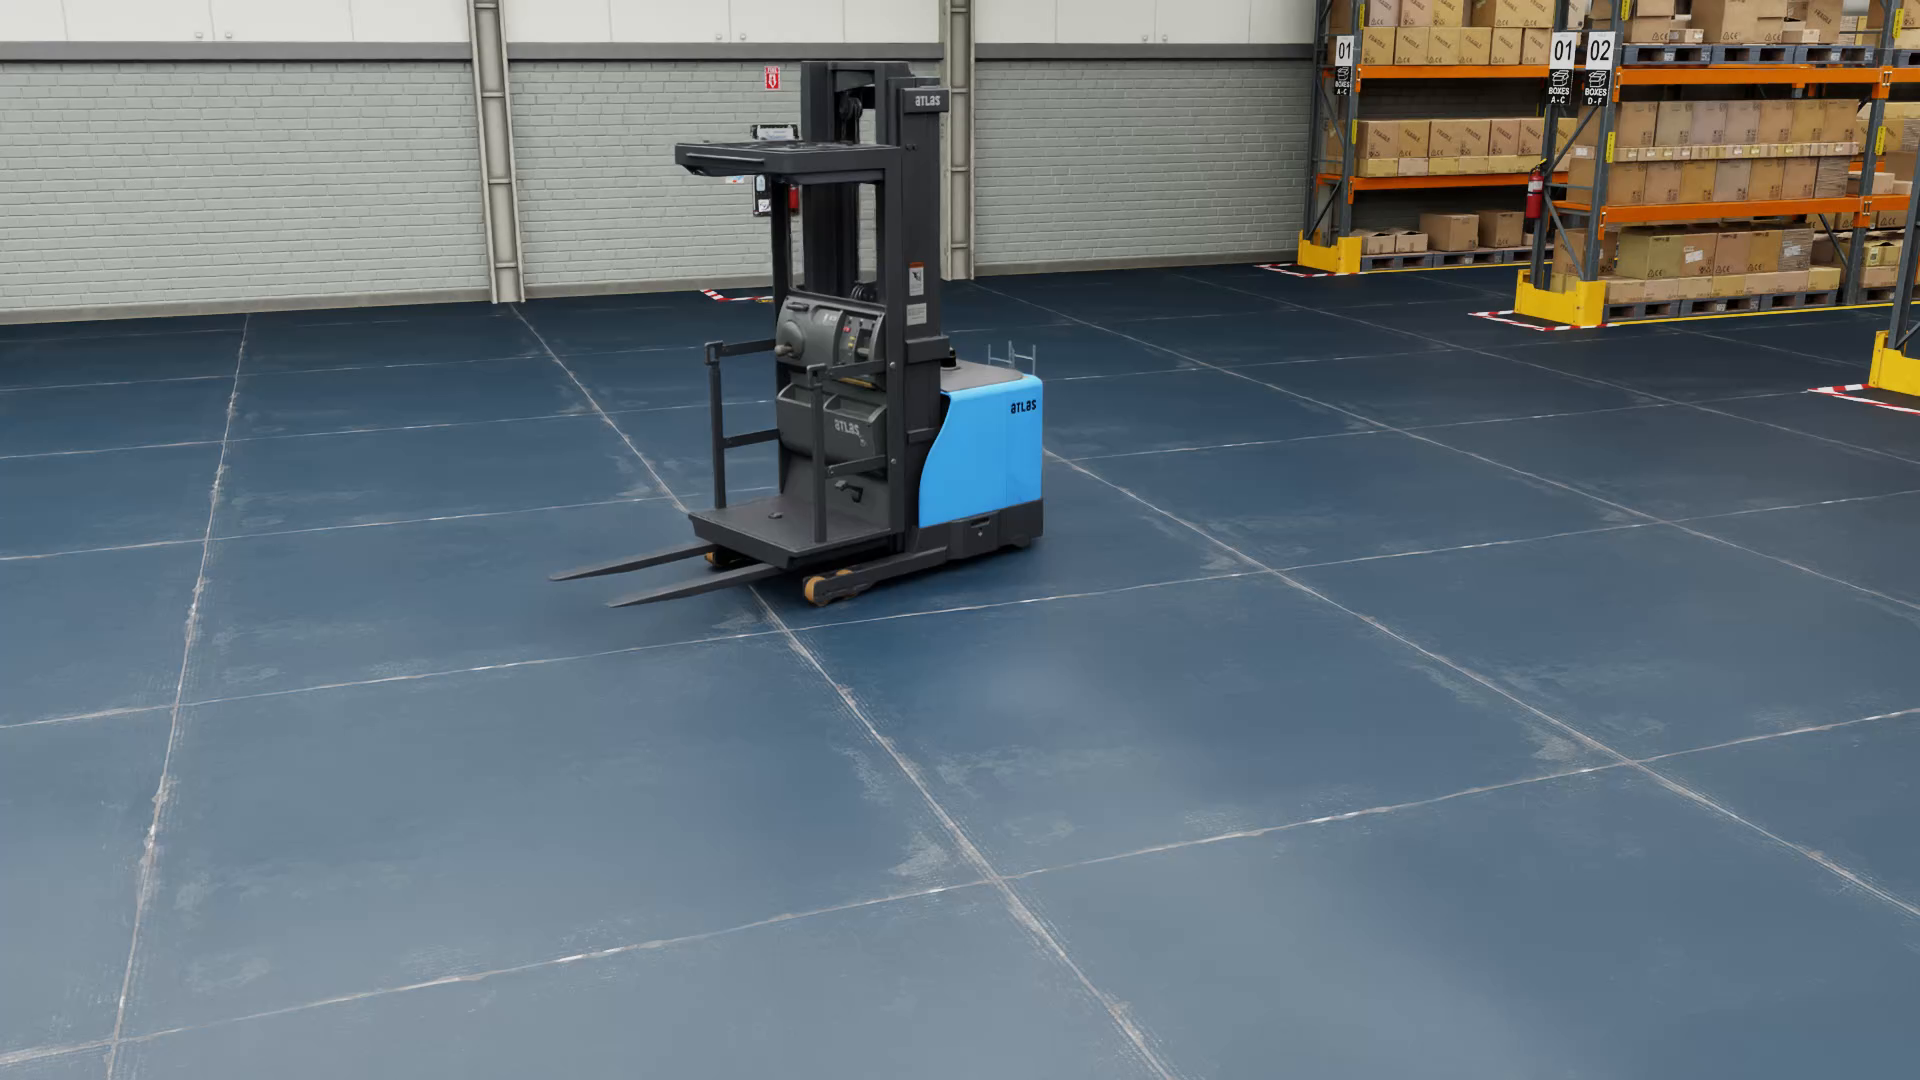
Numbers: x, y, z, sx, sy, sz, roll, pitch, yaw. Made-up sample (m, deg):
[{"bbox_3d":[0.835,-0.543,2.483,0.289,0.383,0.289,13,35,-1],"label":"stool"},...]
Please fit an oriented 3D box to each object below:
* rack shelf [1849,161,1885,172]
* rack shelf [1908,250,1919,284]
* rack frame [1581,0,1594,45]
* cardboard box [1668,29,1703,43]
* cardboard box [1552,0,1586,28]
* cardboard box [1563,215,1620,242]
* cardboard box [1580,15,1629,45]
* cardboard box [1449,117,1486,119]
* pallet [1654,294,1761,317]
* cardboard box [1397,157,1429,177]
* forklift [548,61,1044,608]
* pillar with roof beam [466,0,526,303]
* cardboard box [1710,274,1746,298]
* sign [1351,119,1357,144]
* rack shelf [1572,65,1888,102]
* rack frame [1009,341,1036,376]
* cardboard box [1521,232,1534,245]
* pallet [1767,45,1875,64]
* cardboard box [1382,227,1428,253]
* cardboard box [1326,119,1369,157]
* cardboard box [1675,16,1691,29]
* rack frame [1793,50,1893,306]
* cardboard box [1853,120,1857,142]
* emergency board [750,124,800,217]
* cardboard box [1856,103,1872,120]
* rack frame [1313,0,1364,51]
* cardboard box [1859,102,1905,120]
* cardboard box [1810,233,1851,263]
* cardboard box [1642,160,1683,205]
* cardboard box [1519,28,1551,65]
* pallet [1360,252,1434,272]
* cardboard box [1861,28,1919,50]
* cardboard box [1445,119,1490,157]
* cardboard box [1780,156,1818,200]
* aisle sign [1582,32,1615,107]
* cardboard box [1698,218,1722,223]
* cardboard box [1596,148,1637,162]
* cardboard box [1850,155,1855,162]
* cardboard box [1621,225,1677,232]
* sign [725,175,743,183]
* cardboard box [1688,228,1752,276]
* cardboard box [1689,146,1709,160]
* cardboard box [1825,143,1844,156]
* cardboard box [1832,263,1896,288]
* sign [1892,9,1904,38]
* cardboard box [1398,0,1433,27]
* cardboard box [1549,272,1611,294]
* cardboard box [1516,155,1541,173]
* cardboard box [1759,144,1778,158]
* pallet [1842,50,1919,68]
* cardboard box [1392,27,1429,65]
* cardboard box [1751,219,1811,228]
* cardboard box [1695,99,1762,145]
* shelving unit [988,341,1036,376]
[{"bbox_3d":[14.554,-5.997,26.973,4.000,0.370,1.077,-6,17,-20],"label":"rack shelf"},{"bbox_3d":[10.628,-2.584,15.351,4.000,0.370,1.077,-6,17,-20],"label":"rack shelf"},{"bbox_3d":[8.951,-8.616,23.967,0.127,3.000,1.000,-6,17,-20],"label":"rack frame"},{"bbox_3d":[8.154,-5.691,18.782,0.250,0.149,0.380,-6,17,-20],"label":"cardboard box"},{"bbox_3d":[8.580,-7.592,23.817,0.500,0.500,0.500,-8,18,-25],"label":"cardboard box"},{"bbox_3d":[9.632,-4.828,25.370,0.500,0.500,0.700,-6,17,-18],"label":"cardboard box"},{"bbox_3d":[9.490,-7.460,24.432,0.500,0.500,0.500,-4,17,-12],"label":"cardboard box"},{"bbox_3d":[7.486,-5.942,24.410,0.500,0.500,0.500,-6,17,-19],"label":"cardboard box"},{"bbox_3d":[8.828,-2.903,20.110,1.213,0.211,1.003,-6,17,-20],"label":"pallet"},{"bbox_3d":[6.265,-5.293,23.531,0.500,0.250,0.500,-7,18,-22],"label":"cardboard box"},{"bbox_3d":[-0.910,-1.201,9.487,3.031,2.935,1.130,-14,22,-40],"label":"forklift"},{"bbox_3d":[-4.105,-6.168,15.632,0.400,9.000,9.100,-6,17,-20],"label":"pillar with roof beam"},{"bbox_3d":[8.974,-3.060,19.828,0.500,0.250,0.500,-6,17,-20],"label":"cardboard box"},{"bbox_3d":[5.410,-5.607,22.831,0.005,0.325,0.100,-6,17,-20],"label":"sign"},{"bbox_3d":[8.859,-5.327,19.367,4.000,0.370,1.077,-6,17,-20],"label":"rack shelf"},{"bbox_3d":[0.397,-0.679,10.782,0.006,1.200,0.240,-14,22,-40],"label":"rack frame"},{"bbox_3d":[8.462,-4.527,24.939,0.250,0.166,0.380,-9,18,-27],"label":"cardboard box"},{"bbox_3d":[9.940,-5.738,19.649,1.213,0.211,1.003,-6,17,-20],"label":"pallet"},{"bbox_3d":[6.426,-4.359,24.108,0.500,0.311,0.500,-5,17,-15],"label":"cardboard box"},{"bbox_3d":[5.580,-5.735,23.704,0.500,0.500,0.500,-6,18,-21],"label":"cardboard box"},{"bbox_3d":[8.492,-5.938,19.335,0.500,0.311,0.500,-4,17,-14],"label":"cardboard box"},{"bbox_3d":[10.727,-4.434,20.375,0.127,3.000,1.000,-6,17,-20],"label":"rack frame"},{"bbox_3d":[13.724,-6.373,26.236,0.500,0.500,0.500,-6,17,-18],"label":"cardboard box"},{"bbox_3d":[-2.364,-4.788,21.580,0.643,1.169,0.194,-6,17,-20],"label":"emergency board"},{"bbox_3d":[14.169,-6.785,26.306,0.500,0.250,0.500,-6,17,-20],"label":"cardboard box"},{"bbox_3d":[5.216,-8.213,22.593,0.127,3.000,1.000,-6,17,-20],"label":"rack frame"},{"bbox_3d":[14.644,-6.838,26.487,0.500,0.250,0.500,-7,18,-21],"label":"cardboard box"},{"bbox_3d":[11.003,-3.702,21.020,0.500,0.311,0.500,-6,17,-20],"label":"cardboard box"},{"bbox_3d":[7.921,-4.177,19.321,0.500,0.500,0.700,-6,17,-19],"label":"cardboard box"},{"bbox_3d":[8.091,-7.071,23.815,0.500,0.500,0.500,-8,18,-25],"label":"cardboard box"},{"bbox_3d":[6.058,-4.076,24.105,1.213,0.211,1.003,-6,17,-20],"label":"pallet"},{"bbox_3d":[11.306,-6.063,20.117,0.500,0.250,0.500,-4,17,-14],"label":"cardboard box"},{"bbox_3d":[7.197,-5.753,23.766,0.500,0.500,0.500,-6,17,-18],"label":"cardboard box"},{"bbox_3d":[9.825,-4.381,20.016,0.500,0.500,0.700,-6,18,-21],"label":"cardboard box"},{"bbox_3d":[7.040,-5.191,18.338,0.004,0.787,0.394,-6,17,-20],"label":"aisle sign"},{"bbox_3d":[11.510,-5.045,26.109,0.500,0.500,0.700,-6,17,-20],"label":"cardboard box"},{"bbox_3d":[7.435,-4.373,18.838,0.250,0.149,0.380,-6,18,-20],"label":"cardboard box"},{"bbox_3d":[14.023,-6.116,26.511,0.250,0.149,0.380,-6,17,-19],"label":"cardboard box"},{"bbox_3d":[8.315,-3.510,20.032,0.500,0.500,0.500,-6,17,-20],"label":"cardboard box"},{"bbox_3d":[-2.917,-4.777,21.477,0.234,0.329,0.001,-6,17,-20],"label":"sign"},{"bbox_3d":[8.974,-3.419,19.722,0.500,0.500,0.500,-6,17,-20],"label":"cardboard box"},{"bbox_3d":[8.399,-4.478,19.194,0.250,0.149,0.380,-7,18,-22],"label":"cardboard box"},{"bbox_3d":[10.318,-4.685,19.901,0.250,0.149,0.380,-7,18,-21],"label":"cardboard box"},{"bbox_3d":[11.192,-3.292,20.620,0.500,0.250,0.500,-7,18,-21],"label":"cardboard box"},{"bbox_3d":[10.927,-6.014,19.372,0.005,0.325,0.100,-6,17,-20],"label":"sign"},{"bbox_3d":[6.149,-7.323,22.900,0.500,0.500,0.500,-6,18,-21],"label":"cardboard box"},{"bbox_3d":[7.387,-3.045,19.779,0.500,0.250,0.500,-6,17,-20],"label":"cardboard box"},{"bbox_3d":[8.149,-5.499,24.233,0.500,0.250,0.500,-6,17,-20],"label":"cardboard box"},{"bbox_3d":[9.364,-4.582,19.550,0.250,0.149,0.380,-6,17,-18],"label":"cardboard box"},{"bbox_3d":[11.546,-5.874,20.294,1.217,0.209,0.805,-7,18,-22],"label":"pallet"},{"bbox_3d":[6.132,-6.844,23.042,0.500,0.500,0.500,-5,17,-16],"label":"cardboard box"},{"bbox_3d":[10.182,-3.712,20.719,0.500,0.500,0.500,-6,17,-20],"label":"cardboard box"},{"bbox_3d":[8.909,-4.907,19.503,0.500,0.500,0.700,-6,17,-20],"label":"cardboard box"},{"bbox_3d":[0.329,-0.662,10.723,0.189,1.200,0.258,-14,22,-40],"label":"shelving unit"}]
